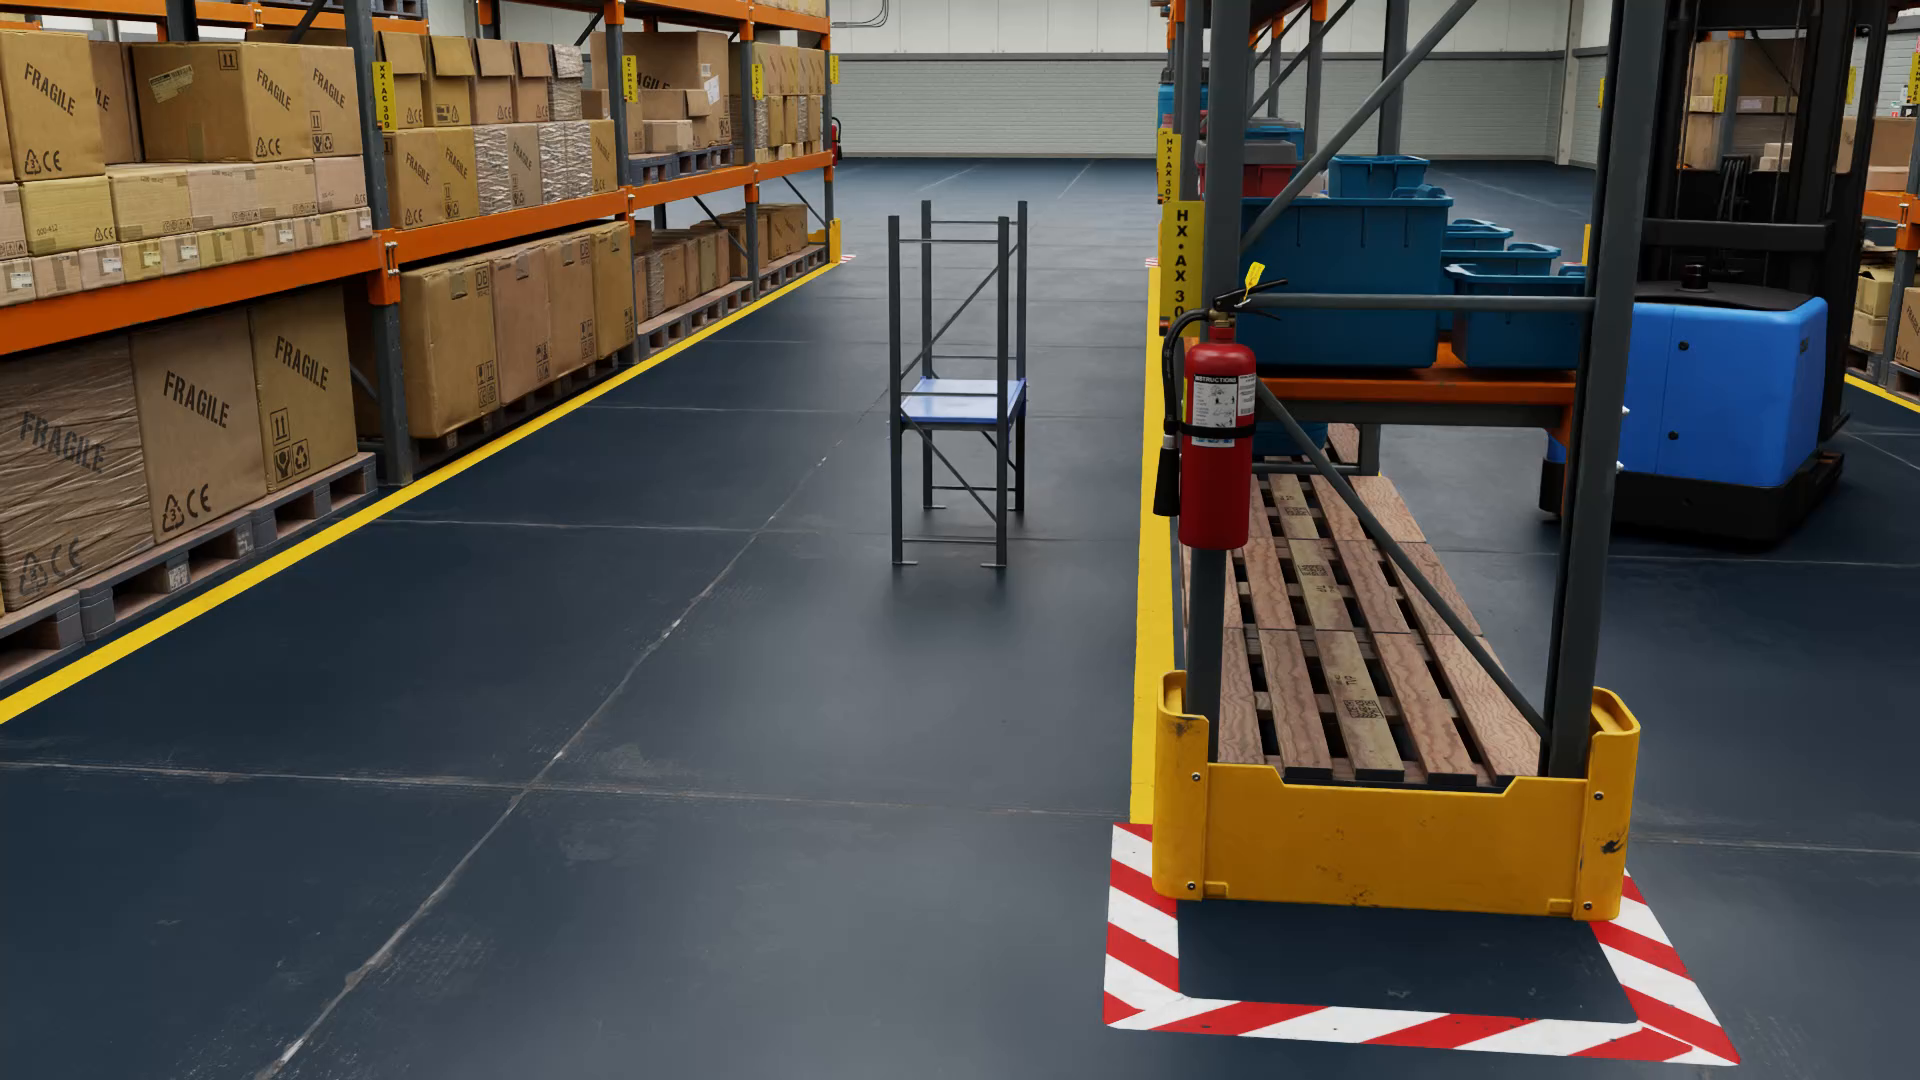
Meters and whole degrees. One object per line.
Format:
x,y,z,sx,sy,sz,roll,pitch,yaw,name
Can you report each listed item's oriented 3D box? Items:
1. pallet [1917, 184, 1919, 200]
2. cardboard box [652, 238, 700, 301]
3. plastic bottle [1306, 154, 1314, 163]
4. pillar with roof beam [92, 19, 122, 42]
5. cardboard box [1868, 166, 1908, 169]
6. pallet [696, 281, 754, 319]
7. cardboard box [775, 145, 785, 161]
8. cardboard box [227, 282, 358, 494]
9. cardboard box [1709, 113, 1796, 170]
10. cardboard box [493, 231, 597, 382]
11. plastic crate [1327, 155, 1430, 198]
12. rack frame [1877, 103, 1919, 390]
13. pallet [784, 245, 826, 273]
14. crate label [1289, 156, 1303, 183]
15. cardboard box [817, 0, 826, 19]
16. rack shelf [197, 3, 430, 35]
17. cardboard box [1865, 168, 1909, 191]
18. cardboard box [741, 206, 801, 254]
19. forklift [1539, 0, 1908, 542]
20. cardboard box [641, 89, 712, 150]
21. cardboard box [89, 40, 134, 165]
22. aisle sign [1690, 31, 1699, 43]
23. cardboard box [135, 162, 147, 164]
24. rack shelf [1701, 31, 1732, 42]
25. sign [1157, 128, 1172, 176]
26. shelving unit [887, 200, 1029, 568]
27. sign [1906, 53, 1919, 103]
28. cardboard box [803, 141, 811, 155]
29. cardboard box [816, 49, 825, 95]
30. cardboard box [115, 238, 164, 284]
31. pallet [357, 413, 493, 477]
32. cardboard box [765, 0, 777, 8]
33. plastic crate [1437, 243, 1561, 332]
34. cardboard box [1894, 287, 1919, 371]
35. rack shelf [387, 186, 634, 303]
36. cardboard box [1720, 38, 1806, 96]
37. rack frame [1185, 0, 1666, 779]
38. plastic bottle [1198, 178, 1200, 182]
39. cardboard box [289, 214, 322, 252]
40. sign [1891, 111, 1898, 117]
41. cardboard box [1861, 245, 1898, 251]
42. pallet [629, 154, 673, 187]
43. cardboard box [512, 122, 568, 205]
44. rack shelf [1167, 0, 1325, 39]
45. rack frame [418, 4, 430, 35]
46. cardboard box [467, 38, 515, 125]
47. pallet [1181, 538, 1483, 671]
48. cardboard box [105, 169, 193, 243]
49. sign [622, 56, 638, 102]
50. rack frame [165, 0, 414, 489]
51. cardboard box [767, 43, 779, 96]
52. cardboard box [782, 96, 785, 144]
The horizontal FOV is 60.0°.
6.902,-2.221,10.496,1.213,0.211,1.003,2,15,6,pallet
-2.709,-2.400,14.739,0.700,0.500,0.500,0,15,1,cardboard box
2.365,-2.464,11.253,0.061,0.283,0.133,2,15,6,plastic bottle
-12.153,-11.024,31.190,9.100,9.000,0.400,2,15,6,pillar with roof beam
6.996,-2.703,12.391,0.380,0.149,0.250,3,15,10,cardboard box
-2.569,-2.274,15.666,1.003,0.211,1.213,2,15,6,pallet
-2.030,-4.006,17.212,0.380,0.149,0.250,2,15,6,cardboard box
-3.540,-0.755,7.973,0.875,0.875,0.875,2,15,6,cardboard box
7.403,-3.692,15.379,0.700,0.500,0.500,1,15,5,cardboard box
-3.141,-1.552,10.921,1.225,0.875,0.875,2,15,6,cardboard box
1.822,-1.491,7.345,0.392,0.384,0.575,2,15,6,plastic crate
6.908,-2.491,11.129,1.000,3.000,0.127,2,15,6,rack frame
-2.167,-3.284,19.401,1.003,0.211,1.213,2,15,6,pallet
2.407,-2.656,12.057,0.303,0.233,0.416,2,15,6,crate label
-1.834,-6.102,19.023,0.500,0.250,0.500,2,15,8,cardboard box
-7.174,-5.613,18.306,1.077,0.370,4.000,2,15,6,rack shelf
6.735,-2.612,12.055,0.380,0.149,0.250,2,15,6,cardboard box
-2.152,-3.538,18.982,0.500,0.500,0.500,6,16,21,cardboard box
4.019,-1.736,8.466,1.130,2.935,3.031,10,18,33,forklift
-2.587,-3.622,14.307,0.797,0.503,0.637,3,15,12,cardboard box
-3.811,-1.801,6.855,0.500,0.500,0.500,1,15,4,cardboard box
8.110,-5.830,18.494,0.394,0.787,0.004,2,15,6,aisle sign
-3.760,-1.575,7.457,0.500,0.250,0.500,2,15,6,cardboard box
7.585,-5.148,16.587,1.077,0.370,4.000,2,15,6,rack shelf
1.440,-2.731,11.704,0.100,0.325,0.005,2,15,6,sign
0.010,-0.746,7.548,0.538,1.500,1.048,2,15,6,shelving unit
6.356,-3.066,11.035,0.100,0.325,0.005,2,15,6,sign
-1.908,-4.462,18.899,0.380,0.149,0.250,2,15,6,cardboard box
-1.848,-5.384,19.148,0.500,0.500,0.500,2,15,6,cardboard box
-3.297,-1.069,6.351,0.380,0.149,0.250,1,15,5,cardboard box
-3.374,-0.603,9.487,1.003,0.211,1.213,2,15,6,pallet
-2.123,-5.444,16.588,0.500,0.250,0.500,2,15,6,cardboard box
1.514,-0.737,4.845,0.416,0.233,0.300,2,15,6,plastic crate
6.573,-1.387,10.993,0.500,0.500,0.500,2,15,9,cardboard box
-3.160,-1.918,10.387,1.077,0.370,4.000,2,15,6,rack shelf
7.403,-4.319,15.210,0.700,0.500,0.500,2,15,7,cardboard box
1.084,-0.563,3.999,1.000,3.000,0.127,2,15,6,rack frame
1.314,-1.825,8.759,0.144,0.351,0.185,2,15,6,plastic bottle
-3.153,-1.403,7.587,0.380,0.149,0.250,1,15,5,cardboard box
14.673,-6.568,26.137,0.001,0.329,0.234,2,15,6,sign
7.488,-2.297,13.799,0.500,0.311,0.500,2,15,6,cardboard box
-2.960,-2.880,12.932,1.213,0.211,1.003,2,15,6,pallet
-2.861,-2.433,10.722,0.500,0.500,0.500,1,15,4,cardboard box
2.213,-4.258,13.293,1.077,0.370,4.000,2,15,6,rack shelf
-6.949,-5.031,20.522,1.000,3.000,0.127,2,15,6,rack frame
-3.178,-2.784,10.100,0.797,0.503,0.637,2,15,8,cardboard box
1.356,0.254,6.317,1.003,0.211,1.213,2,15,6,pallet
-3.349,-1.298,6.432,0.500,0.250,0.500,1,15,5,cardboard box
-2.382,-3.328,12.003,0.100,0.325,0.005,2,15,6,sign
-3.386,-1.747,8.375,1.000,3.000,0.127,2,15,6,rack frame
-2.125,-4.735,16.750,0.500,0.500,0.500,2,15,6,cardboard box
-2.323,-4.390,17.388,0.875,0.500,0.500,2,15,6,cardboard box
